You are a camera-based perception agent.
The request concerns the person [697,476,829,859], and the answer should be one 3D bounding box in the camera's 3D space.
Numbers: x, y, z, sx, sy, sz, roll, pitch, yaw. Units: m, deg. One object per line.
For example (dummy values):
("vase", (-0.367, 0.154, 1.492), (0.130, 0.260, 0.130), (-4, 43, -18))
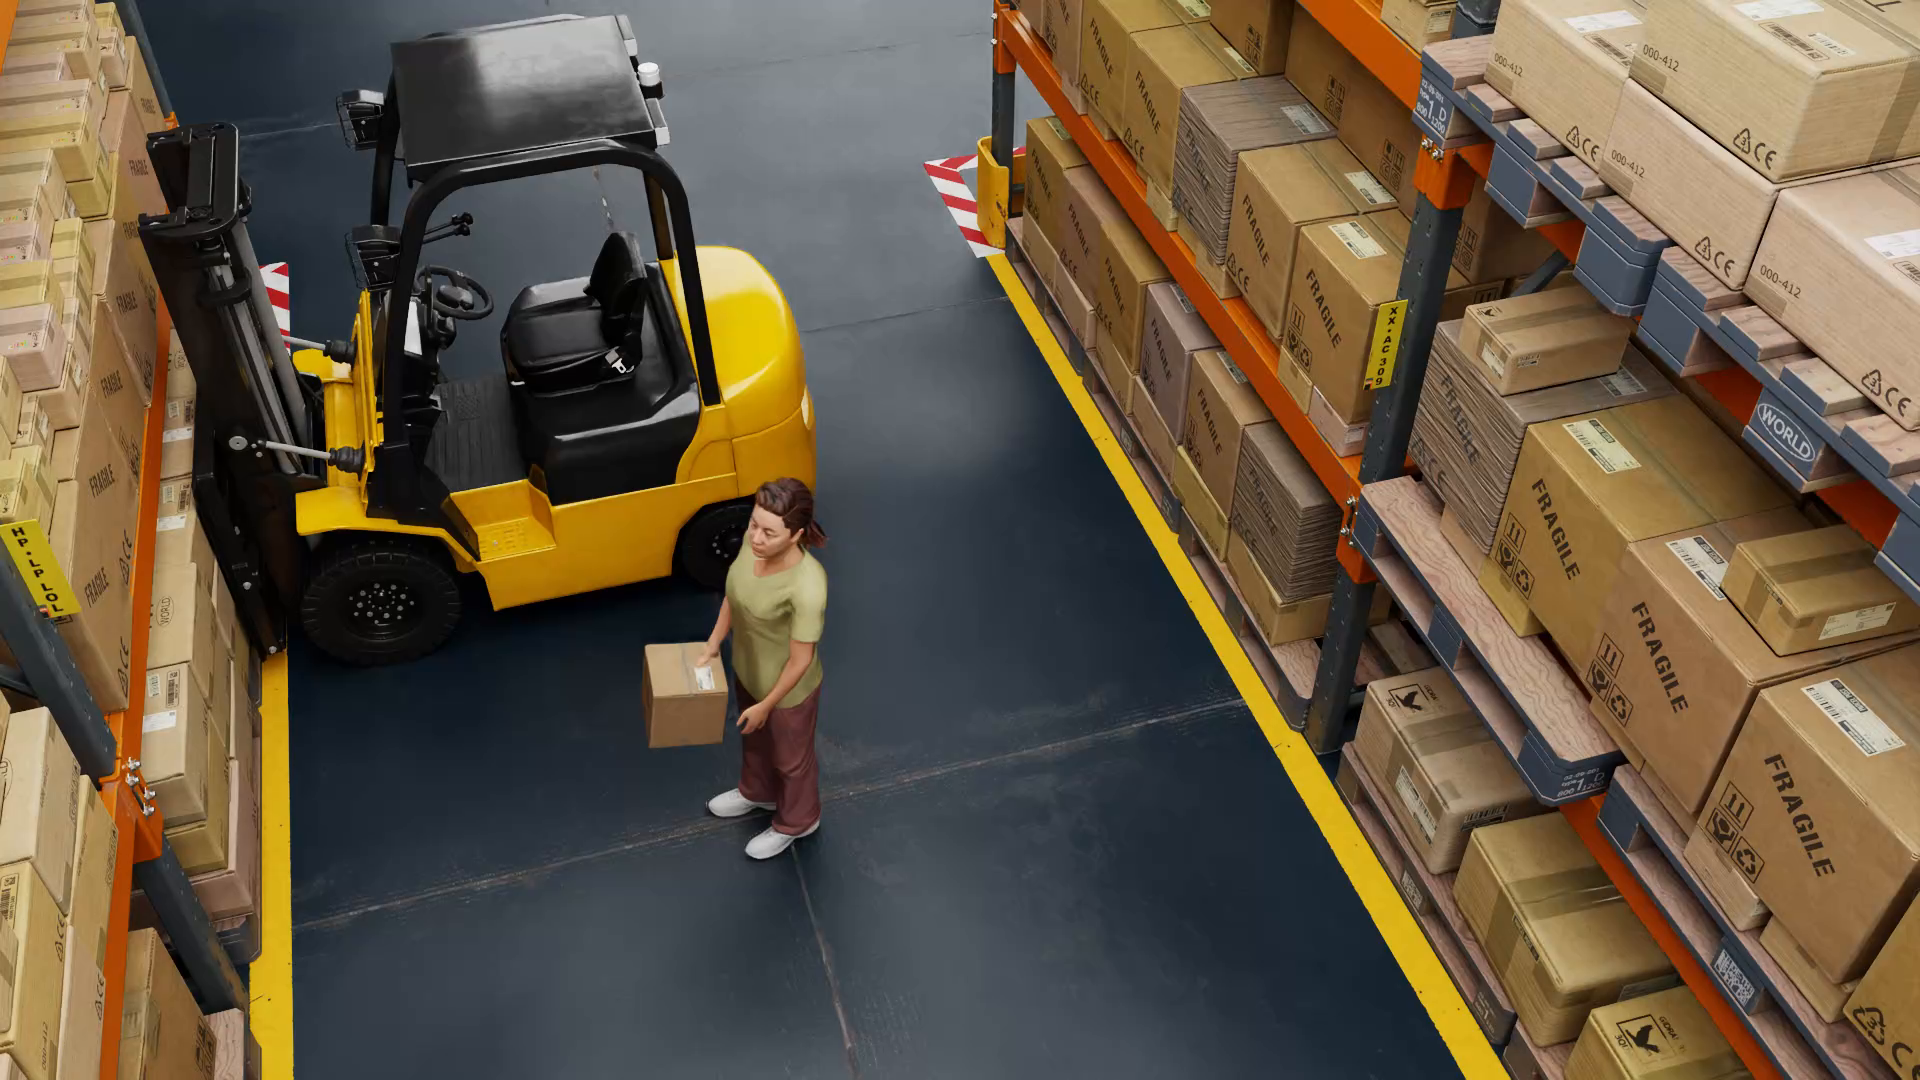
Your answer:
("person", (-0.643, 0.458, 5.655), (0.455, 1.671, 0.507), (-24, 47, -24))
